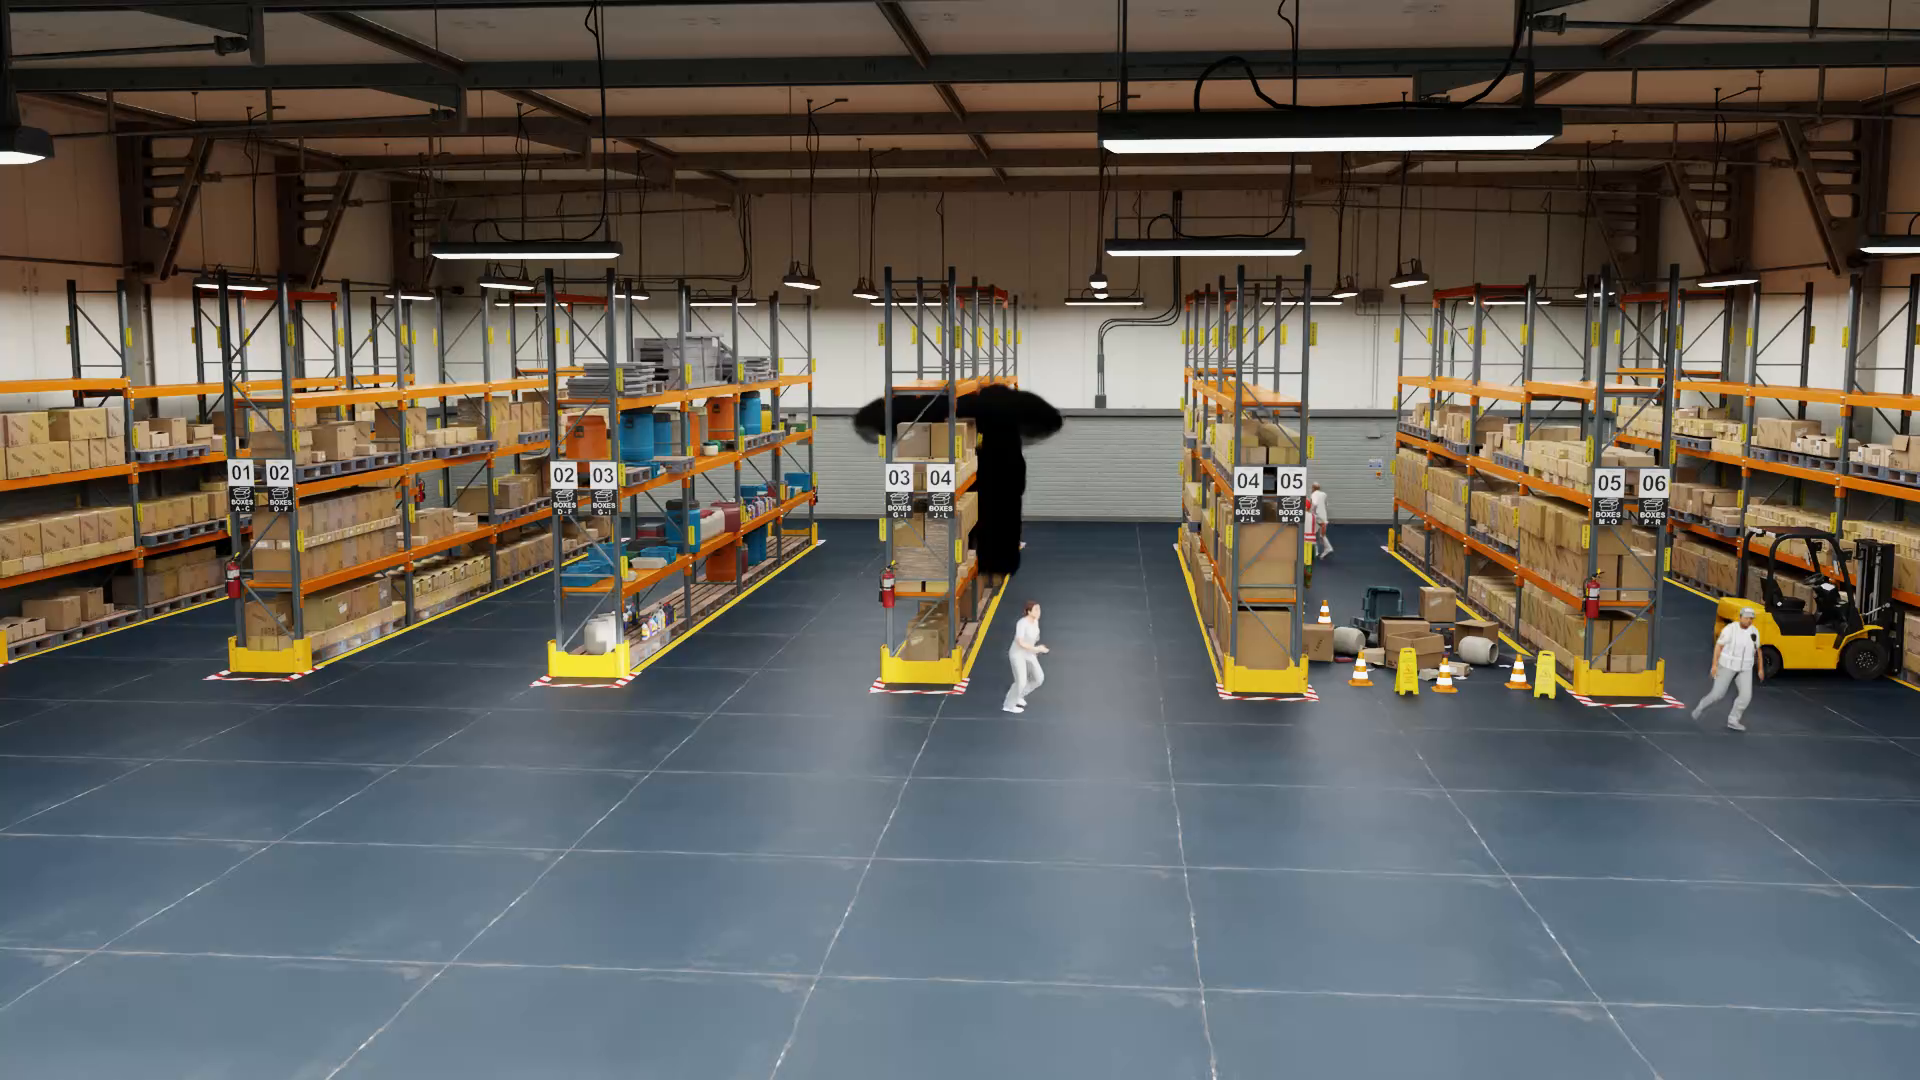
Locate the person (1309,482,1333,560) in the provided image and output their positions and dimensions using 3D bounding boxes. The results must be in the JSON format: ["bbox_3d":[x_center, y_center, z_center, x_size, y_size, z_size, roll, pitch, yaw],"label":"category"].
[{"bbox_3d":[8.169,-0.429,37.596,0.682,1.762,0.940,-4,8,-28],"label":"person"}]

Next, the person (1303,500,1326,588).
[{"bbox_3d":[6.902,0.068,33.054,0.709,1.740,0.547,1,7,7],"label":"person"}]

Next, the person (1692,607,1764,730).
[{"bbox_3d":[9.887,1.622,21.350,0.697,1.600,0.679,0,7,-1],"label":"person"}]

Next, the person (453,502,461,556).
[{"bbox_3d":[-11.013,-0.299,36.941,0.511,1.609,0.861,1,7,5],"label":"person"}]

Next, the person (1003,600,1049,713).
[{"bbox_3d":[0.882,1.554,22.153,0.729,1.561,0.546,6,9,40],"label":"person"}]
